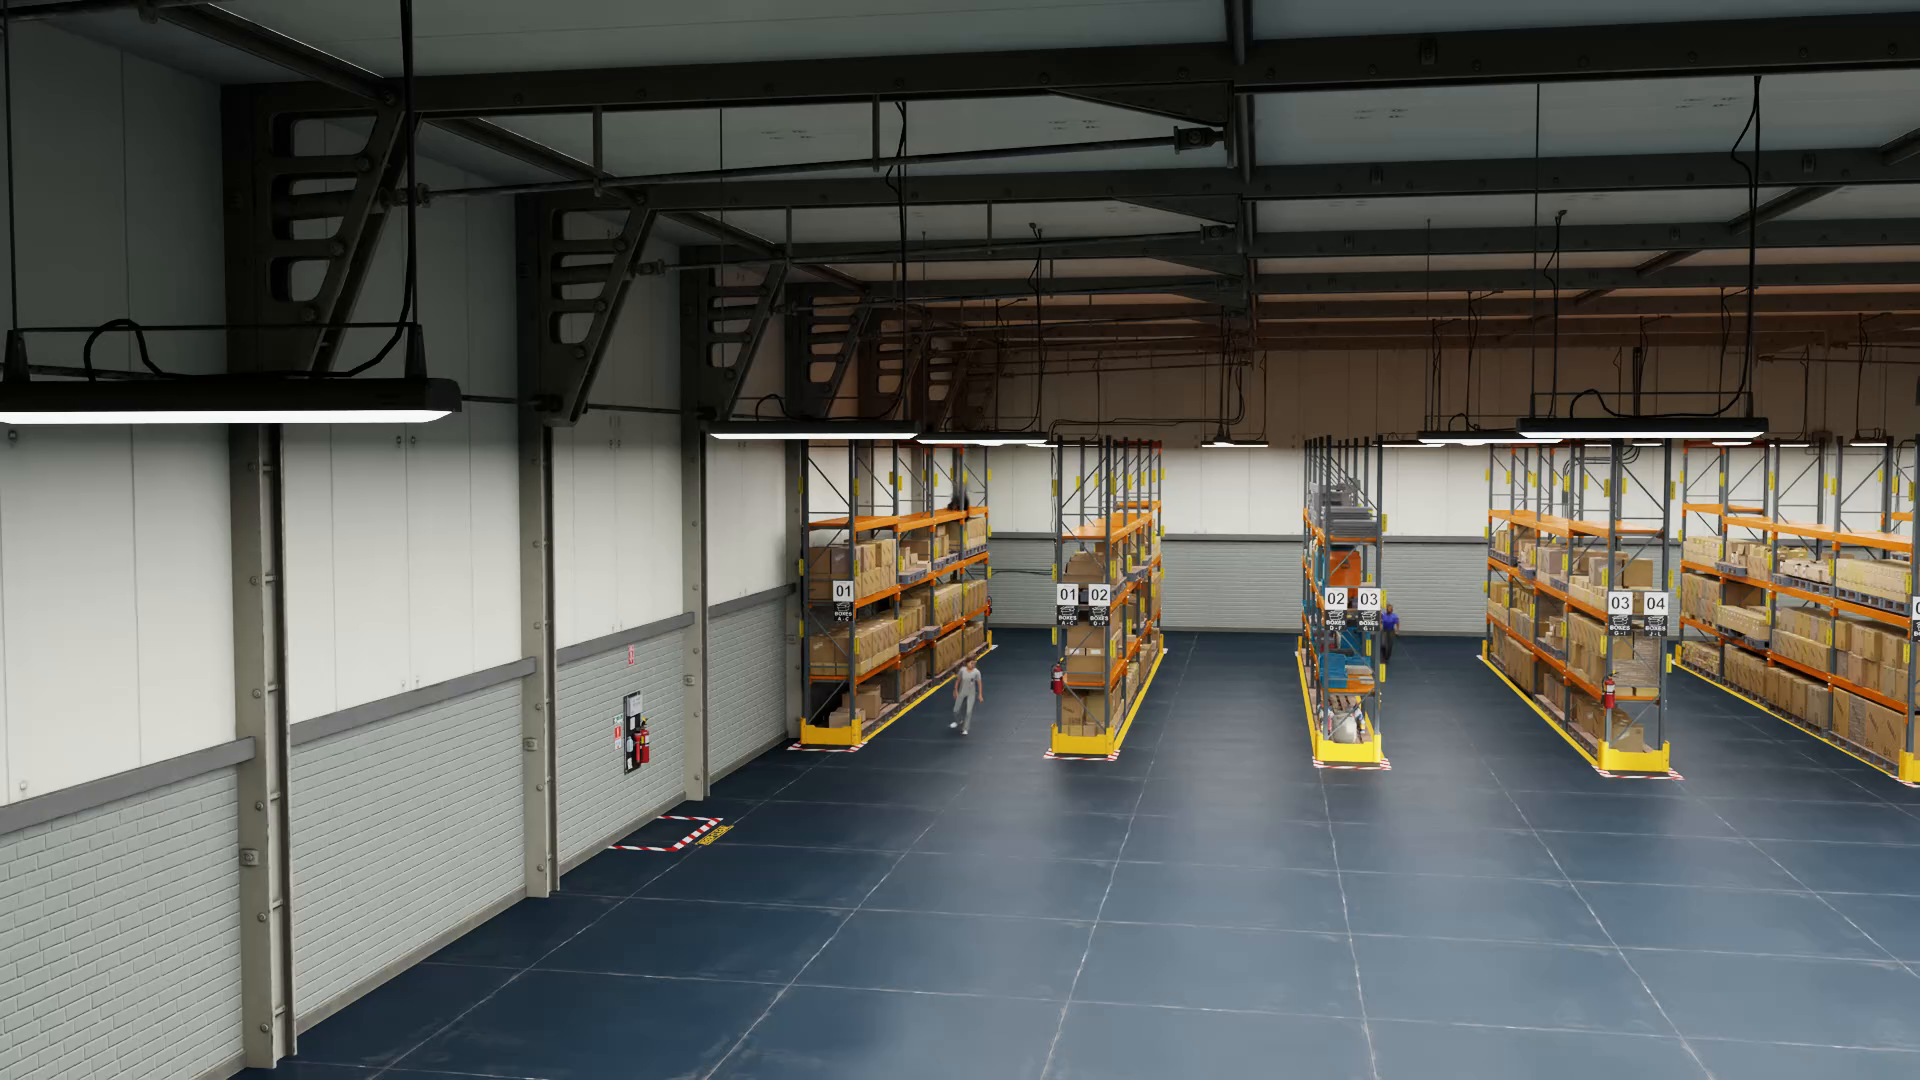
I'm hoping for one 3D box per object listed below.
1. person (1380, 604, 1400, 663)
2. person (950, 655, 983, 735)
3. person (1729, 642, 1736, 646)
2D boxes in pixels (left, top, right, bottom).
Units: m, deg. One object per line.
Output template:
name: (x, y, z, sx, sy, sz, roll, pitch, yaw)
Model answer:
person: (11.473, 2.516, 44.495, 0.572, 1.597, 0.760, 1, 3, 15)
person: (0.126, 3.098, 33.469, 0.691, 1.611, 0.624, 0, 3, 5)
person: (21.315, 2.363, 45.416, 0.897, 1.793, 0.690, 0, 3, 6)
